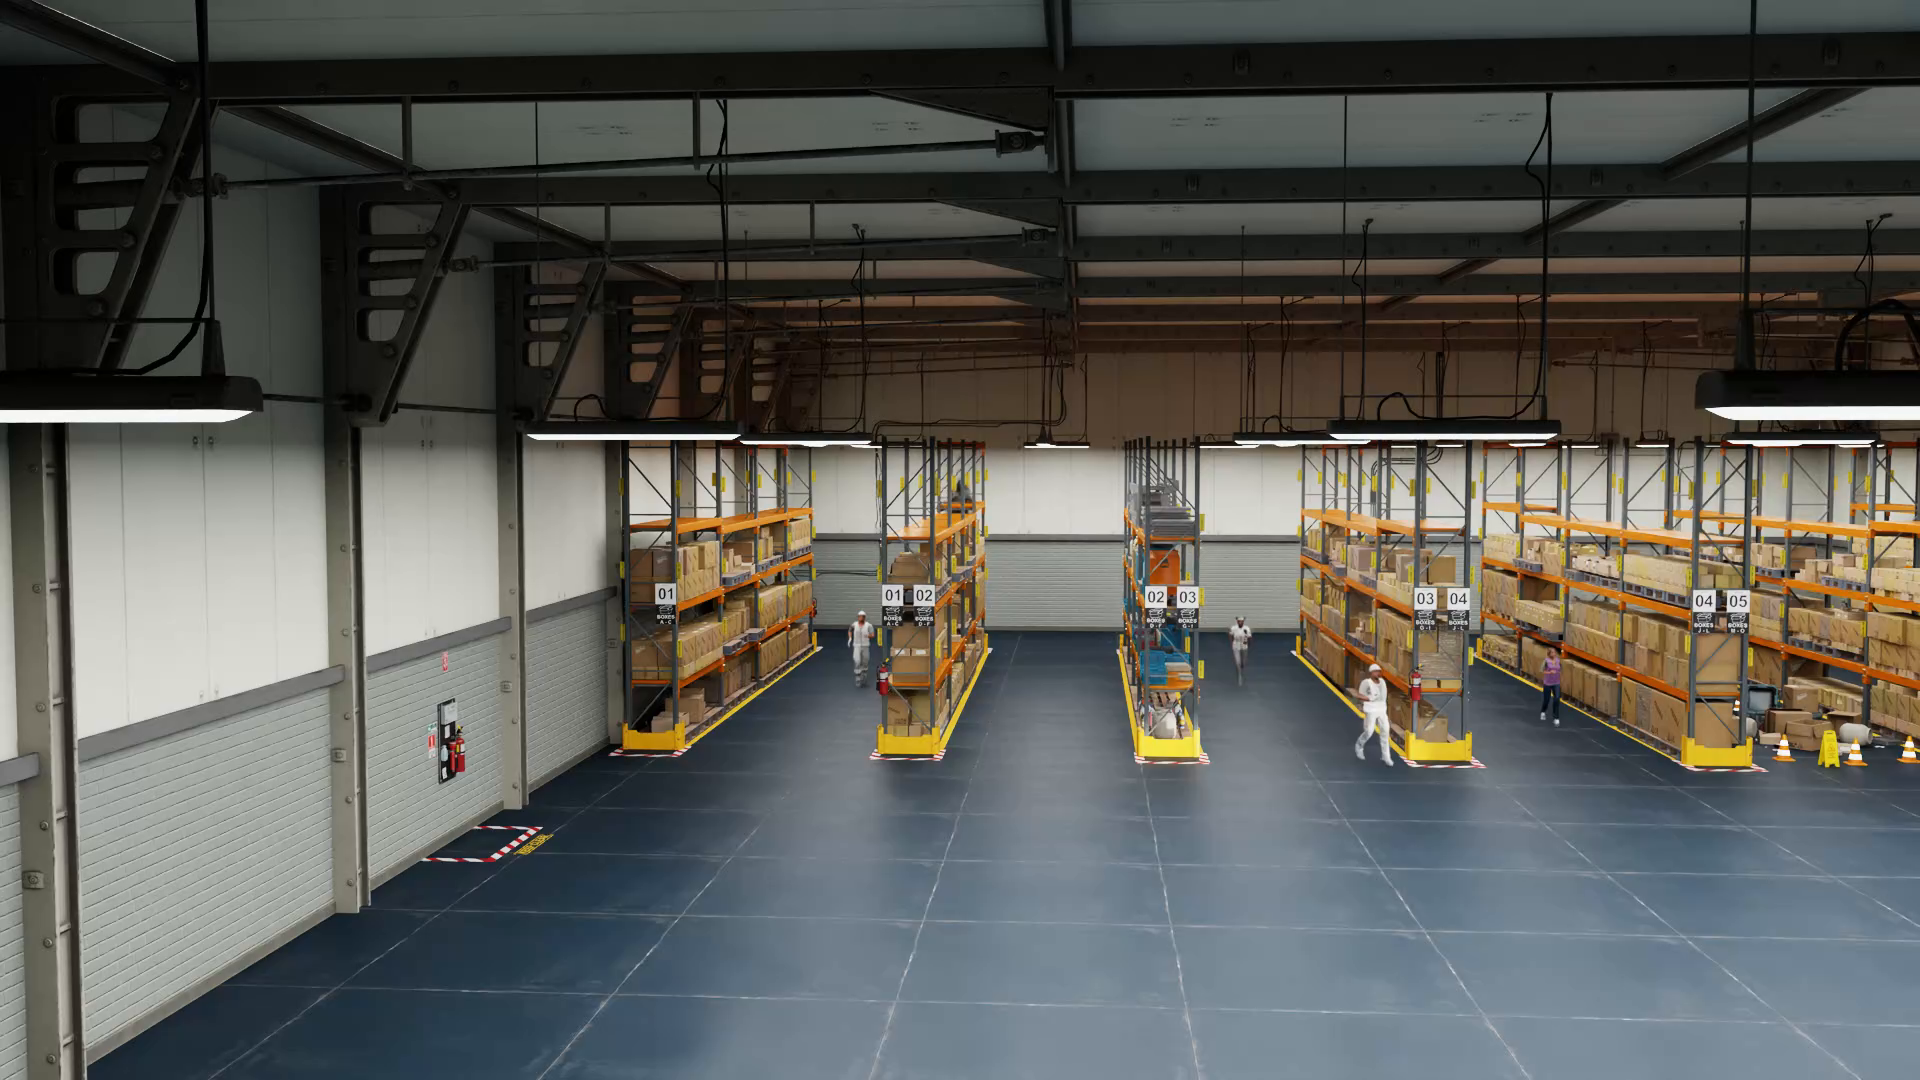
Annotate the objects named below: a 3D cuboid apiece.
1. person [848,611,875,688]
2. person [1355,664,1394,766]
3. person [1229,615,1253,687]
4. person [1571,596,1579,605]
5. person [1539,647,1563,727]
[{"bbox_3d":[-2.408,2.635,40.587,0.656,1.814,0.918,0,3,-4],"label":"person"},{"bbox_3d":[7.592,3.180,30.505,0.685,1.812,0.872,-1,3,-23],"label":"person"},{"bbox_3d":[6.922,2.700,40.952,0.544,1.713,1.088,0,3,-2],"label":"person"},{"bbox_3d":[17.475,2.400,47.277,0.542,1.614,0.566,0,3,-2],"label":"person"},{"bbox_3d":[12.363,3.052,34.784,0.575,1.585,0.820,0,3,0],"label":"person"}]
